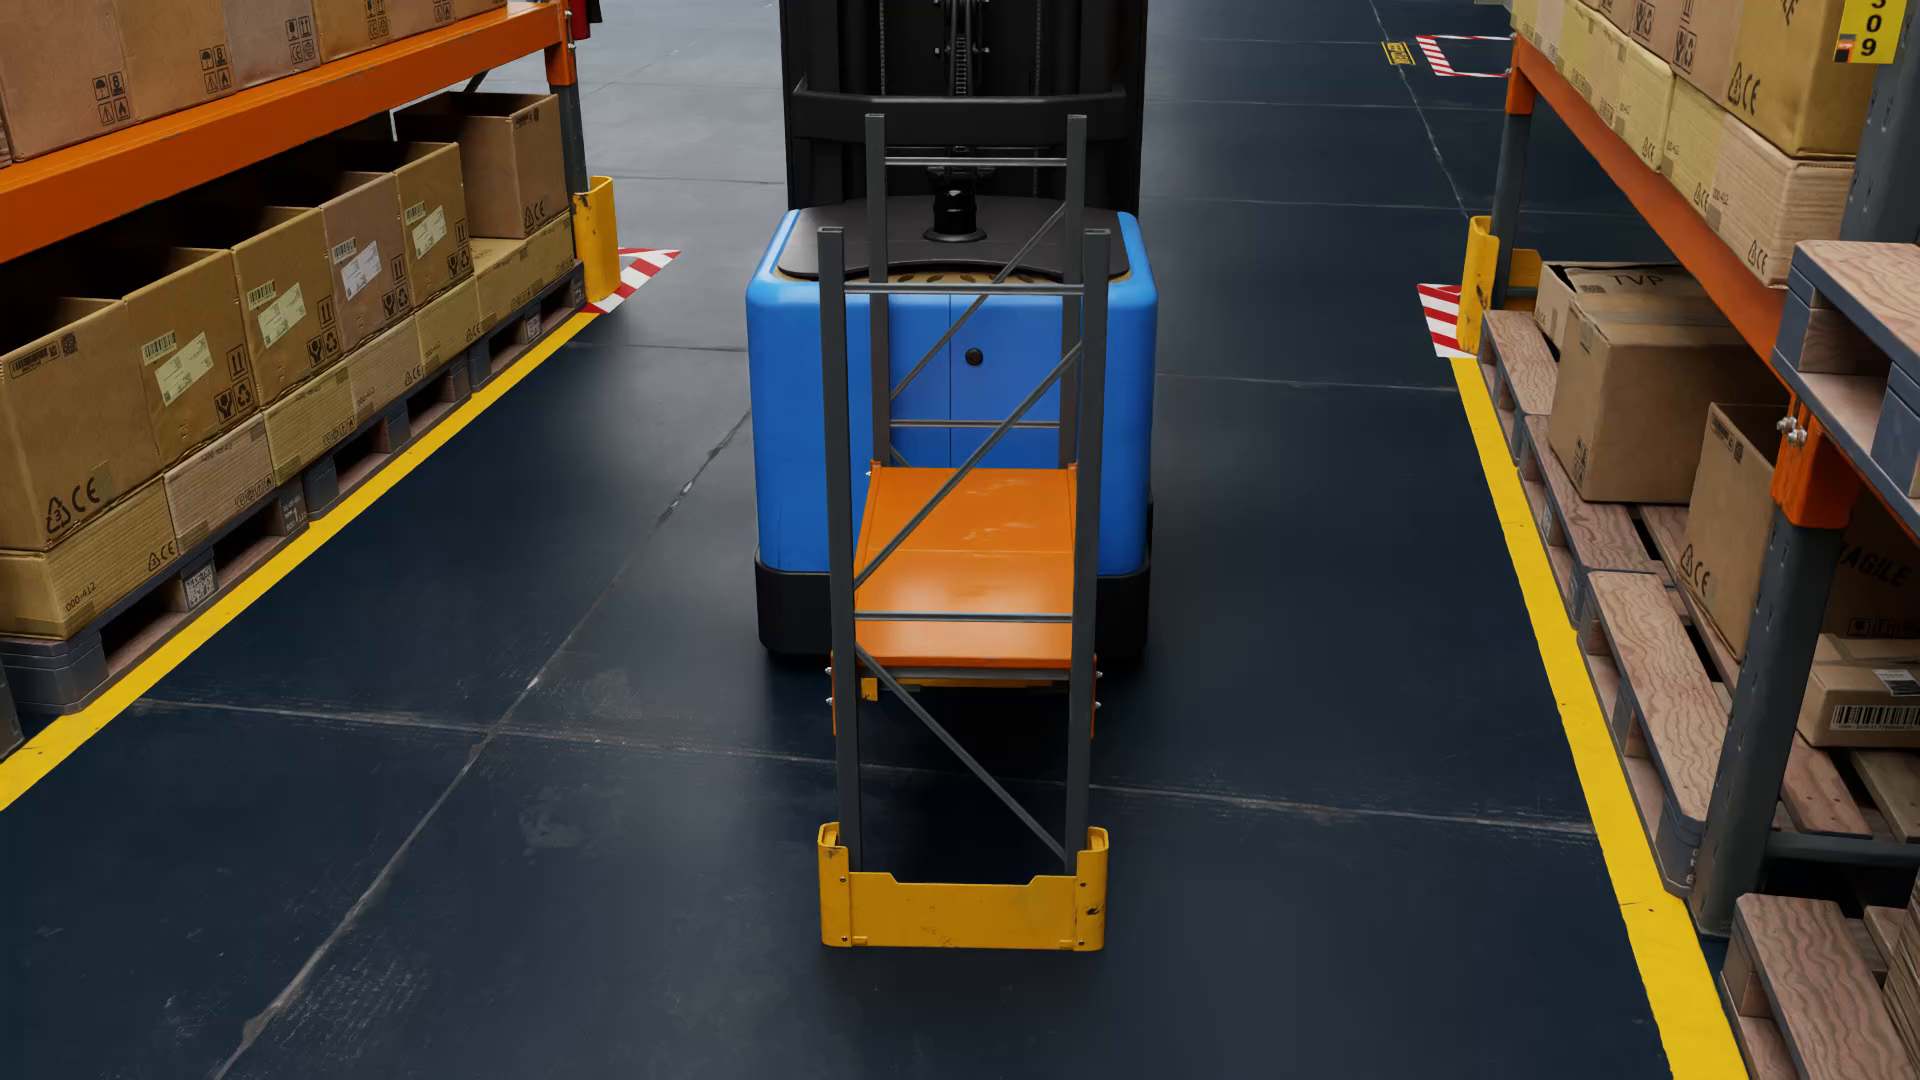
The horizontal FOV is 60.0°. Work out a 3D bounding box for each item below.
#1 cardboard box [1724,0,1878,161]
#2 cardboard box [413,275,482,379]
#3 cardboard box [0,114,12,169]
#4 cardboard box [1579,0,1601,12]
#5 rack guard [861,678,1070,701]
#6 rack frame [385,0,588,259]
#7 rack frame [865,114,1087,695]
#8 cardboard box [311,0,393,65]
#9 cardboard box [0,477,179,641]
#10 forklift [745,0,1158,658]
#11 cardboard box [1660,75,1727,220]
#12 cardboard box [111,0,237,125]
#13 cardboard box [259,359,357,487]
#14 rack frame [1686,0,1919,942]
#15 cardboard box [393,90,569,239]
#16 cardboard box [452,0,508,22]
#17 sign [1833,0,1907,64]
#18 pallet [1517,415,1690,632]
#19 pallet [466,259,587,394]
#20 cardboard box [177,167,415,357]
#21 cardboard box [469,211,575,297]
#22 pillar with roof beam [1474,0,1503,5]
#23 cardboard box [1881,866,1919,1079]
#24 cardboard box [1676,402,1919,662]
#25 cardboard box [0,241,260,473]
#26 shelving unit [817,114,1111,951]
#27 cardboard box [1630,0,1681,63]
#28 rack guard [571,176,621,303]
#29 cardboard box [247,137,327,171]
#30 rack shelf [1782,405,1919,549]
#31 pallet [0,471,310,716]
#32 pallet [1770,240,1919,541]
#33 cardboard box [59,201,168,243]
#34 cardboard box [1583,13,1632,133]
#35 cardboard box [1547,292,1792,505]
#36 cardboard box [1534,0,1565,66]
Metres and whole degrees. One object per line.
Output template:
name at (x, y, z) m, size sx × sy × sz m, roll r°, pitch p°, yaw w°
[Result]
cardboard box at (1.819, -1.017, 3.154) m, size 0.500 × 0.500 × 0.500 m, roll 4°, pitch 25°, yaw 8°
cardboard box at (-2.133, -0.813, 6.196) m, size 0.500 × 0.250 × 0.500 m, roll 4°, pitch 25°, yaw 9°
cardboard box at (-2.774, -1.090, 3.923) m, size 0.700 × 0.500 × 0.500 m, roll 3°, pitch 25°, yaw 7°
cardboard box at (2.145, -1.871, 4.977) m, size 0.500 × 0.500 × 0.500 m, roll 3°, pitch 25°, yaw 7°
rack guard at (0.036, 0.293, 4.329) m, size 0.587 × 0.250 × 0.087 m, roll 1°, pitch 25°, yaw 2°
rack frame at (-2.187, -2.532, 7.121) m, size 1.000 × 3.000 × 0.127 m, roll 4°, pitch 25°, yaw 9°
rack frame at (0.036, -0.281, 4.082) m, size 0.500 × 1.500 × 0.032 m, roll 1°, pitch 25°, yaw 2°
cardboard box at (-2.444, -1.956, 5.772) m, size 0.700 × 0.500 × 0.500 m, roll 4°, pitch 25°, yaw 9°
cardboard box at (-2.466, 0.023, 4.410) m, size 0.500 × 0.250 × 0.500 m, roll 4°, pitch 25°, yaw 9°
forklift at (0.017, -1.594, 5.198) m, size 1.130 × 2.935 × 3.031 m, roll 1°, pitch 25°, yaw 1°
cardboard box at (1.915, -0.885, 3.757) m, size 0.500 × 0.250 × 0.500 m, roll 4°, pitch 25°, yaw 9°
cardboard box at (-2.609, -1.521, 4.843) m, size 0.700 × 0.500 × 0.500 m, roll 4°, pitch 25°, yaw 9°
cardboard box at (-2.292, -0.394, 5.302) m, size 0.500 × 0.250 × 0.500 m, roll 4°, pitch 25°, yaw 9°
rack frame at (2.047, -0.517, 2.817) m, size 1.000 × 3.000 × 0.127 m, roll 4°, pitch 25°, yaw 9°
cardboard box at (-1.981, -1.572, 6.933) m, size 0.500 × 0.500 × 0.500 m, roll 4°, pitch 25°, yaw 9°
cardboard box at (-2.276, -2.383, 6.685) m, size 0.700 × 0.500 × 0.500 m, roll 4°, pitch 25°, yaw 9°
sign at (1.511, -0.944, 2.707) m, size 0.100 × 0.325 × 0.005 m, roll 4°, pitch 25°, yaw 9°
pallet at (2.319, -0.049, 5.107) m, size 1.003 × 0.211 × 1.213 m, roll 4°, pitch 25°, yaw 9°
pallet at (-2.271, -0.946, 7.023) m, size 1.003 × 0.211 × 1.213 m, roll 4°, pitch 25°, yaw 9°
cardboard box at (-2.213, -0.943, 5.590) m, size 0.500 × 0.500 × 0.500 m, roll 4°, pitch 25°, yaw 9°
cardboard box at (-1.983, -1.232, 7.092) m, size 0.500 × 0.250 × 0.500 m, roll 4°, pitch 25°, yaw 9°
pillar with roof beam at (1.154, -9.872, 15.725) m, size 9.100 × 9.000 × 0.400 m, roll 4°, pitch 25°, yaw 9°
cardboard box at (1.943, 0.725, 2.593) m, size 0.700 × 0.500 × 0.500 m, roll 5°, pitch 26°, yaw 10°
cardboard box at (2.177, -0.021, 4.187) m, size 0.500 × 0.500 × 0.500 m, roll 2°, pitch 25°, yaw 5°
cardboard box at (-2.382, -0.525, 4.698) m, size 0.500 × 0.500 × 0.500 m, roll 4°, pitch 25°, yaw 9°
shelving unit at (0.021, -0.062, 3.613) m, size 0.587 × 1.500 × 1.083 m, roll 1°, pitch 25°, yaw 2°
cardboard box at (1.988, -1.436, 4.049) m, size 0.500 × 0.500 × 0.500 m, roll 3°, pitch 25°, yaw 7°
rack guard at (-2.183, -1.410, 7.672) m, size 1.175 × 0.500 × 0.348 m, roll 4°, pitch 25°, yaw 9°
cardboard box at (-2.643, -1.188, 6.114) m, size 0.500 × 0.500 × 0.500 m, roll 4°, pitch 25°, yaw 9°
rack shelf at (1.720, 0.645, 1.182) m, size 1.077 × 0.370 × 4.000 m, roll 4°, pitch 25°, yaw 9°
pallet at (-2.669, 0.074, 4.842) m, size 1.003 × 0.211 × 1.213 m, roll 4°, pitch 25°, yaw 9°
pallet at (1.779, -0.121, 2.196) m, size 1.003 × 0.211 × 1.213 m, roll 4°, pitch 25°, yaw 9°
cardboard box at (-2.809, -0.770, 5.221) m, size 0.500 × 0.500 × 0.500 m, roll 4°, pitch 25°, yaw 9°
cardboard box at (2.063, -1.307, 4.658) m, size 0.500 × 0.250 × 0.500 m, roll 4°, pitch 25°, yaw 9°
cardboard box at (2.237, -0.432, 5.065) m, size 0.700 × 0.500 × 0.500 m, roll 2°, pitch 25°, yaw 5°
cardboard box at (2.237, -1.731, 5.563) m, size 0.500 × 0.250 × 0.500 m, roll 3°, pitch 25°, yaw 7°
